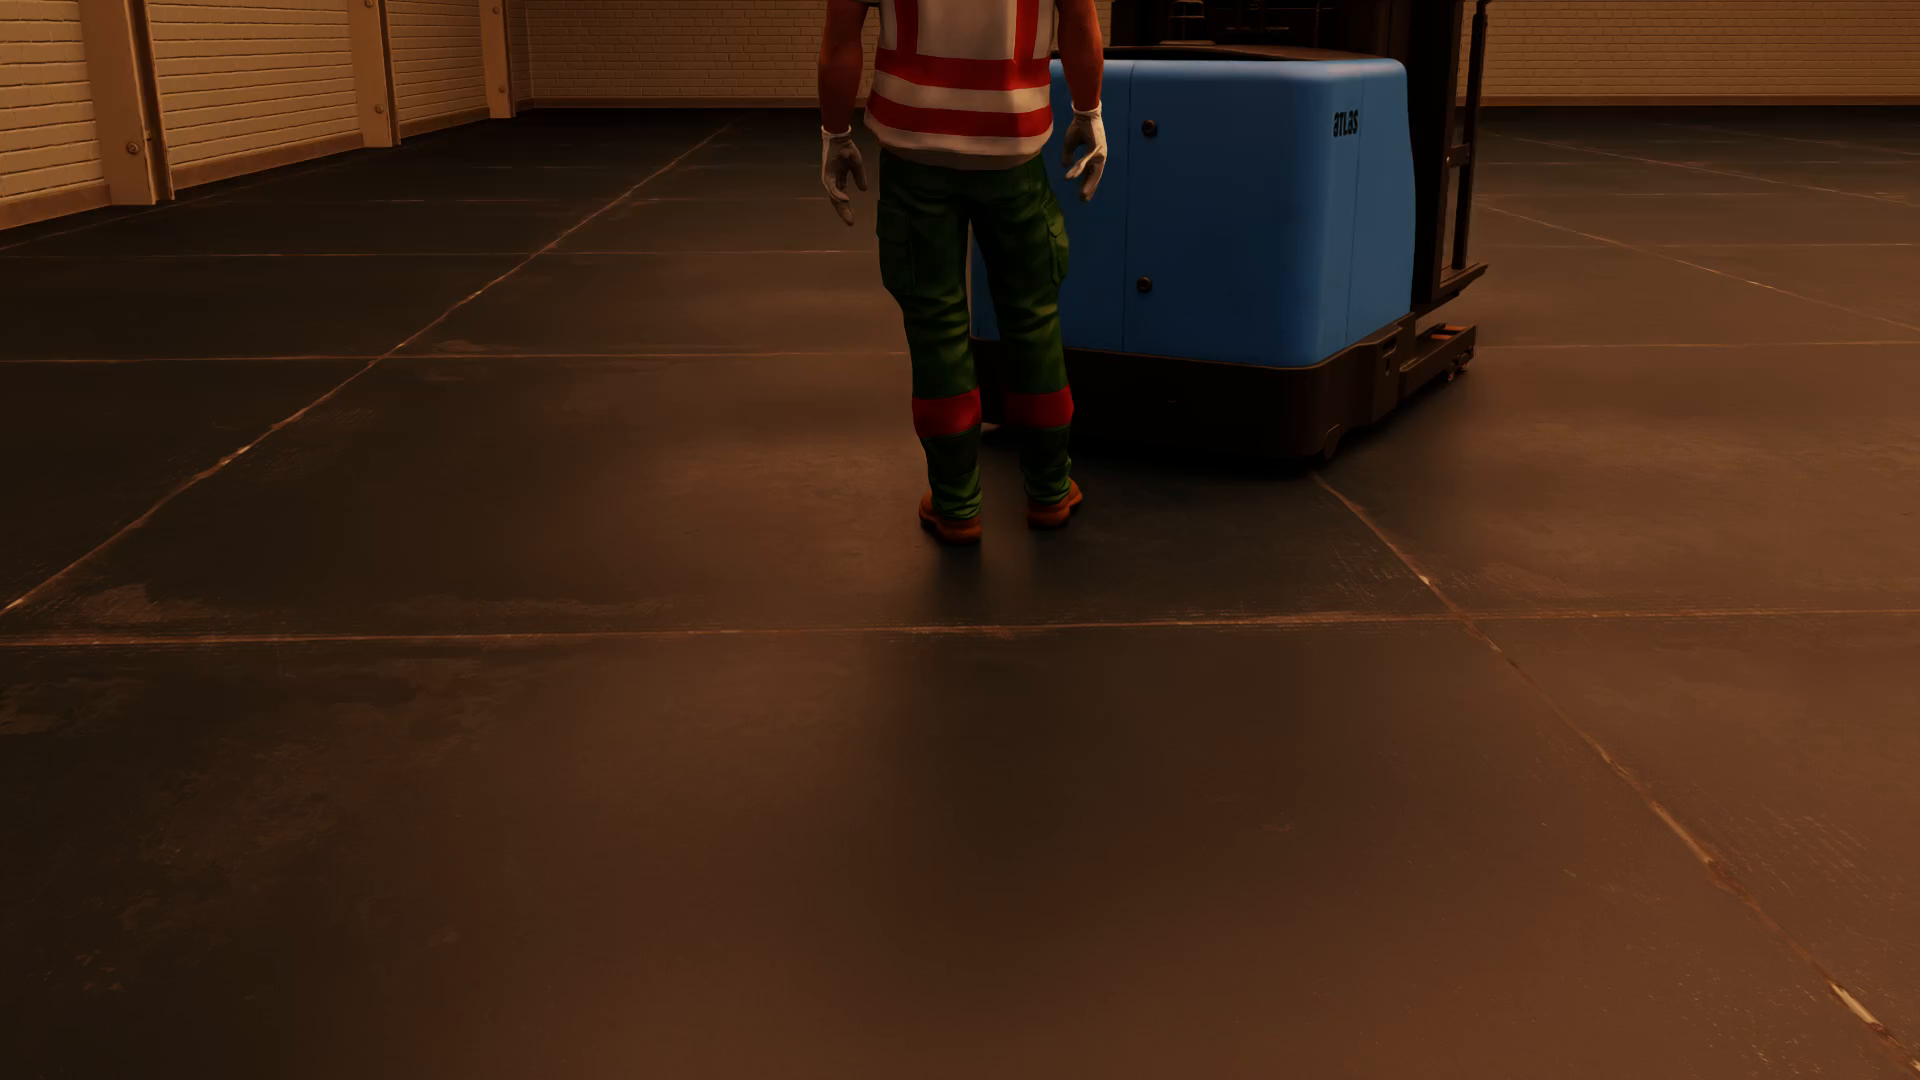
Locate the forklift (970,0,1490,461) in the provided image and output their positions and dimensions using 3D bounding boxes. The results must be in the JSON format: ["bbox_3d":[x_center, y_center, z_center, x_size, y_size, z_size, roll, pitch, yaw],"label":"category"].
[{"bbox_3d":[1.166,-1.998,5.439,1.130,2.935,3.031,9,19,27],"label":"forklift"}]

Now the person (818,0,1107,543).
[{"bbox_3d":[0.008,-0.884,3.732,0.637,1.782,0.564,-1,17,-3],"label":"person"}]
